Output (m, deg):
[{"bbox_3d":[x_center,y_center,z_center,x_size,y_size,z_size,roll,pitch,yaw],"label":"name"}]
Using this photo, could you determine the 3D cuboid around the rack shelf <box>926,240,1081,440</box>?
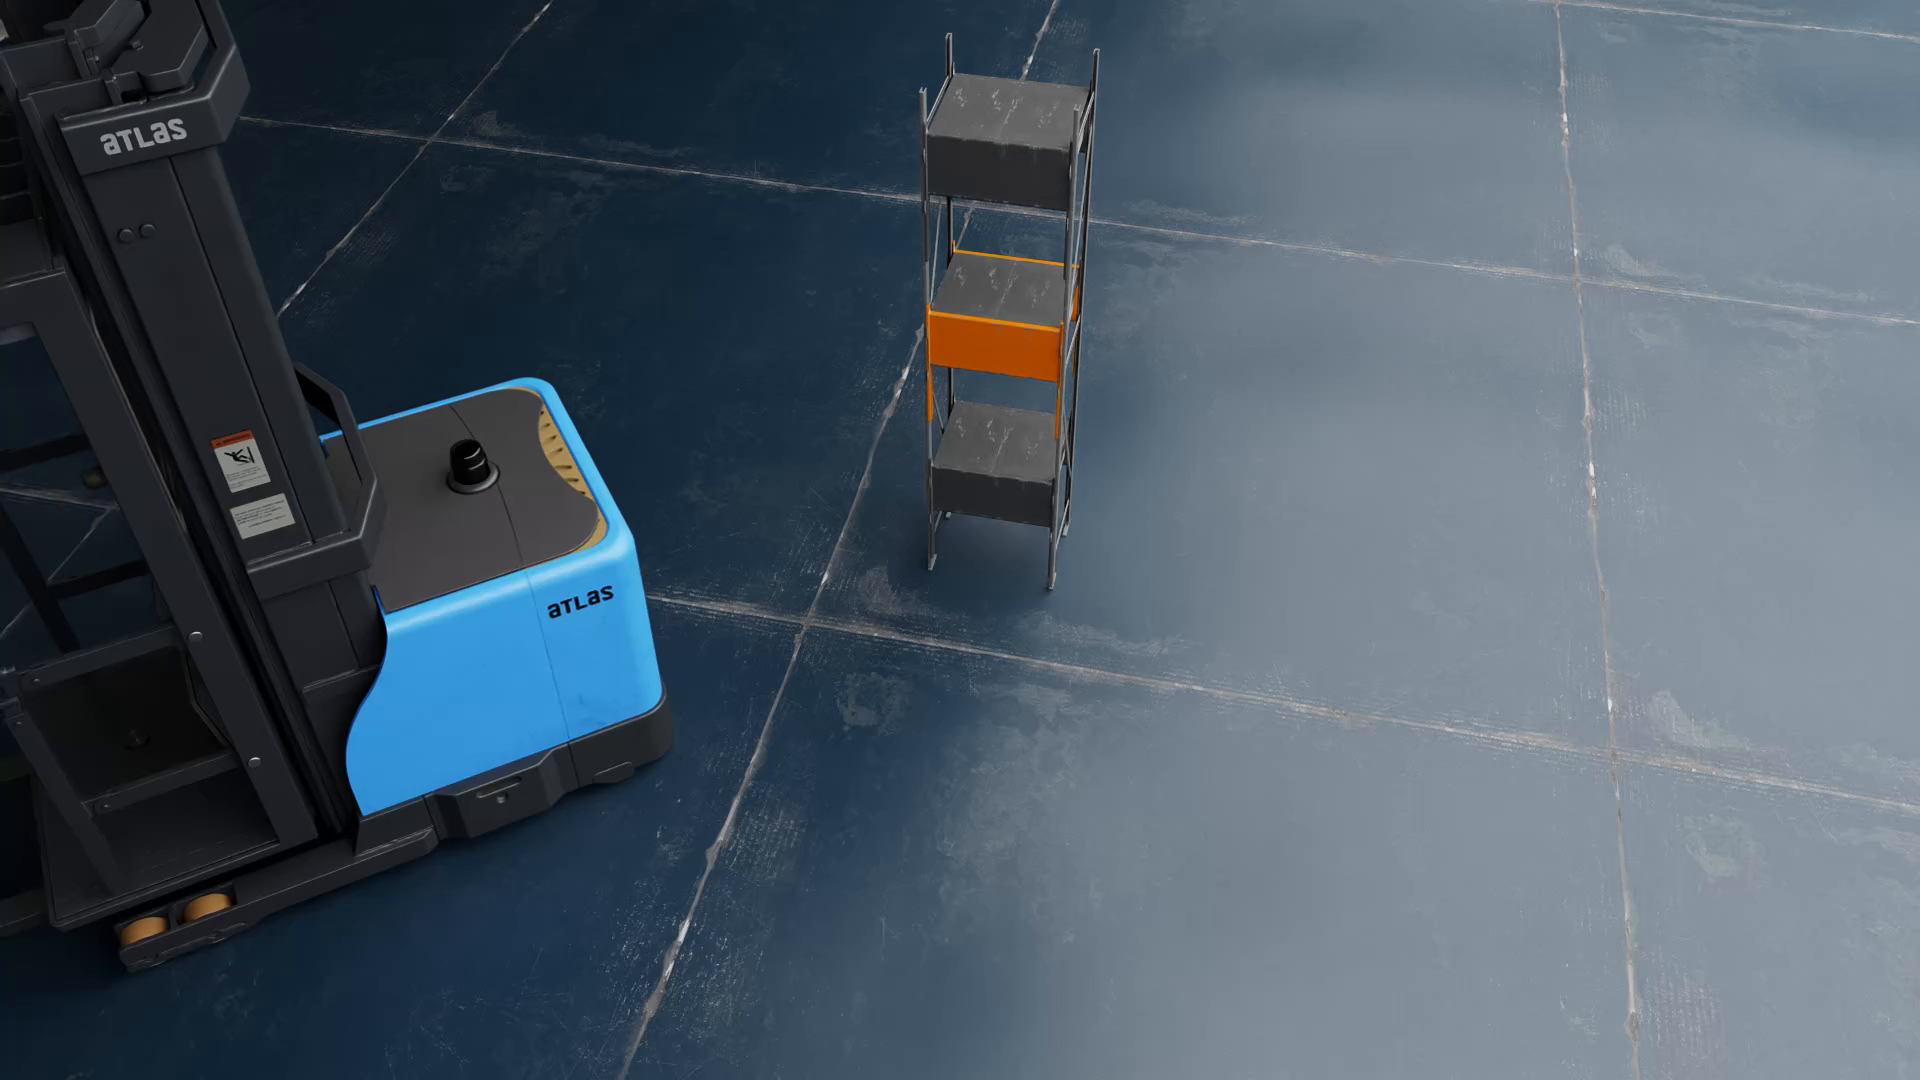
[{"bbox_3d":[0.162,-0.722,6.005,0.480,0.518,0.431,9,45,9],"label":"rack shelf"}]

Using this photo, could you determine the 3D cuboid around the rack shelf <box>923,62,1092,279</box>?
[{"bbox_3d":[0.162,-1.226,5.520,0.480,0.518,0.431,9,45,9],"label":"rack shelf"}]

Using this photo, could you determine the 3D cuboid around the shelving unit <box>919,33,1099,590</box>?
[{"bbox_3d":[0.162,-0.731,5.996,0.503,2.100,0.431,9,45,9],"label":"shelving unit"}]

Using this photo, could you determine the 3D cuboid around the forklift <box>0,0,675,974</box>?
[{"bbox_3d":[-2.566,-0.111,4.751,3.031,2.935,1.130,-20,47,-19],"label":"forklift"}]

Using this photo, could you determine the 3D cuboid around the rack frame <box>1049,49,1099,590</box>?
[{"bbox_3d":[0.400,-0.694,5.957,0.015,2.100,0.400,9,45,9],"label":"rack frame"}]

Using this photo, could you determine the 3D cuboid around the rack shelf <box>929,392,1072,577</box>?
[{"bbox_3d":[0.162,-0.217,6.491,0.480,0.518,0.431,9,45,9],"label":"rack shelf"}]

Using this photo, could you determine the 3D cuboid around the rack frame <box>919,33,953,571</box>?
[{"bbox_3d":[-0.077,-0.768,6.034,0.015,2.100,0.400,9,45,9],"label":"rack frame"}]
